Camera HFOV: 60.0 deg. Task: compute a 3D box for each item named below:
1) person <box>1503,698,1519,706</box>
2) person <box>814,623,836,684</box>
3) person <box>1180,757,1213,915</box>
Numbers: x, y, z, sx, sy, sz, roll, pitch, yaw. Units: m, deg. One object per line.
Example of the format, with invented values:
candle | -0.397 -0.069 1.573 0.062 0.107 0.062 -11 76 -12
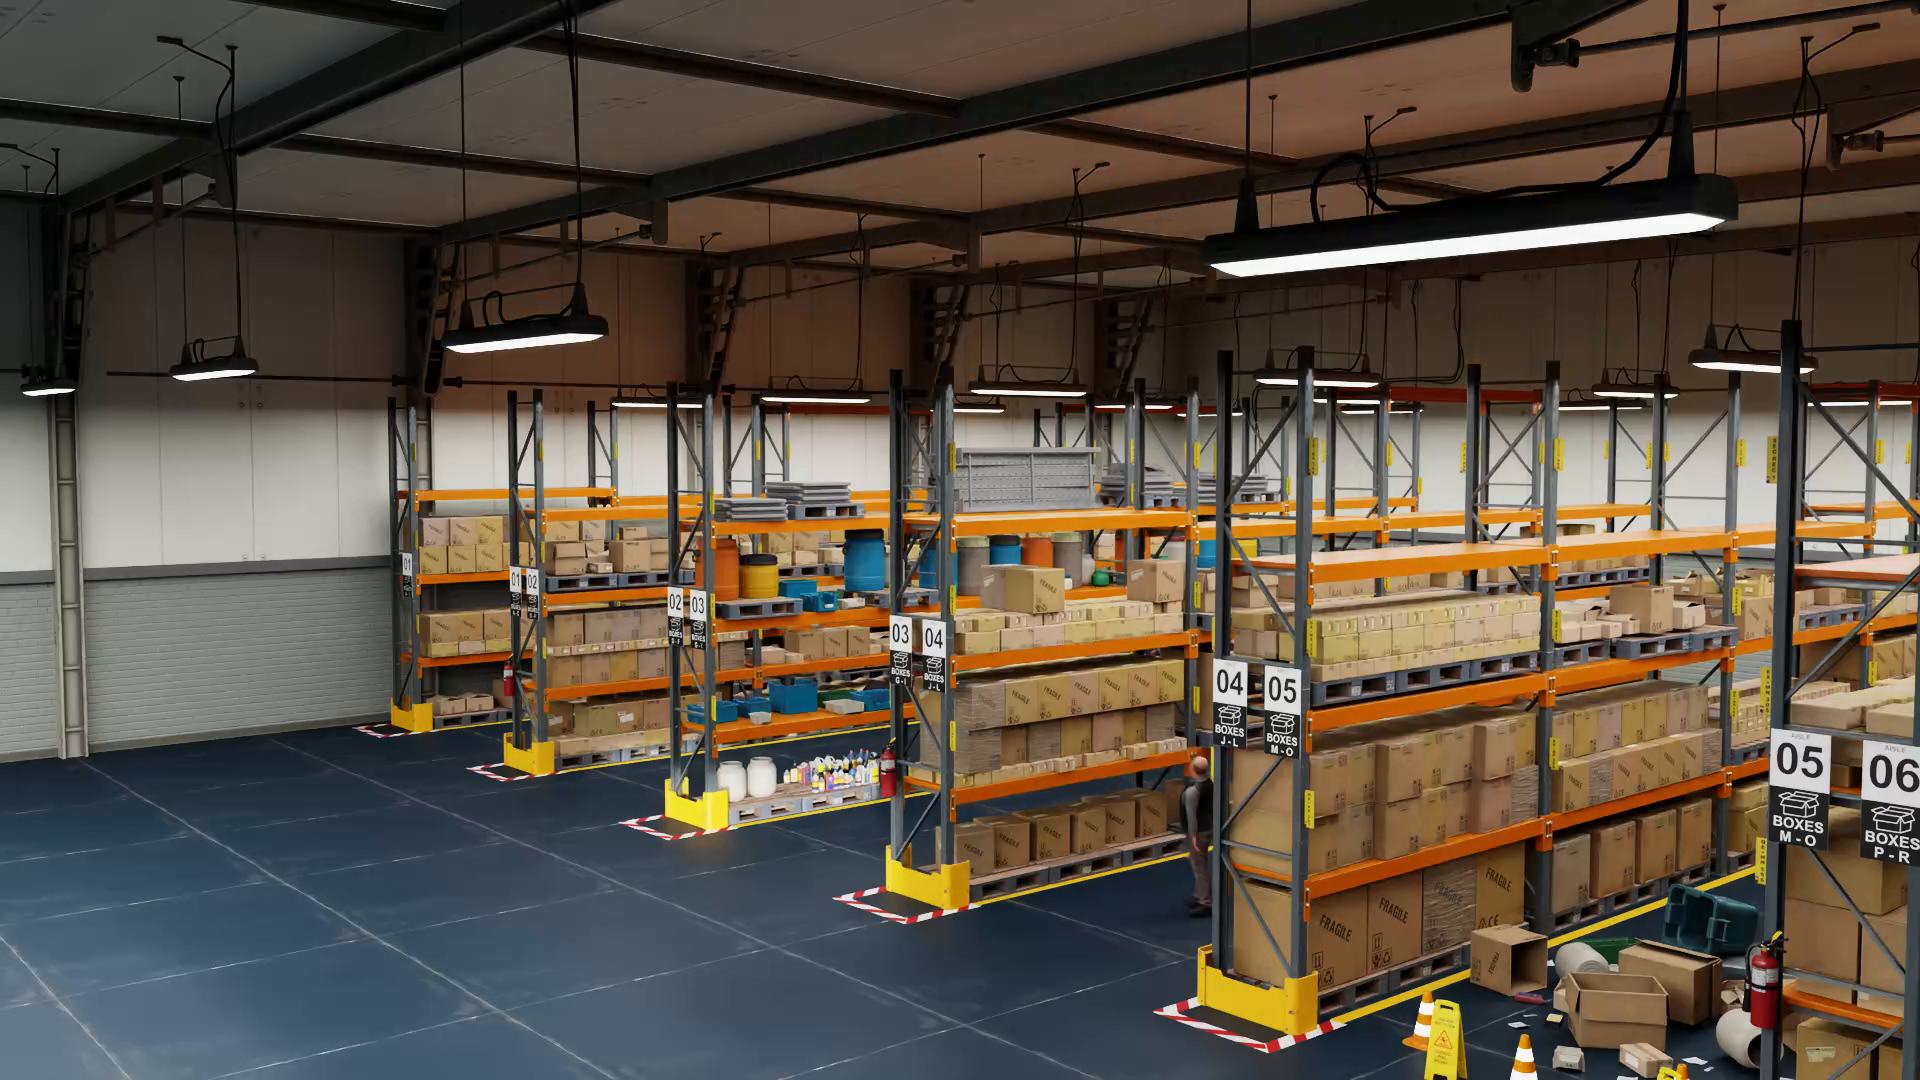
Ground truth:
person | 7.738 3.008 23.404 0.426 1.589 0.436 0 3 -6
person | -2.609 2.438 32.119 0.656 1.784 0.613 -2 4 -24
person | 2.607 3.229 18.274 0.389 1.726 0.613 0 3 6
